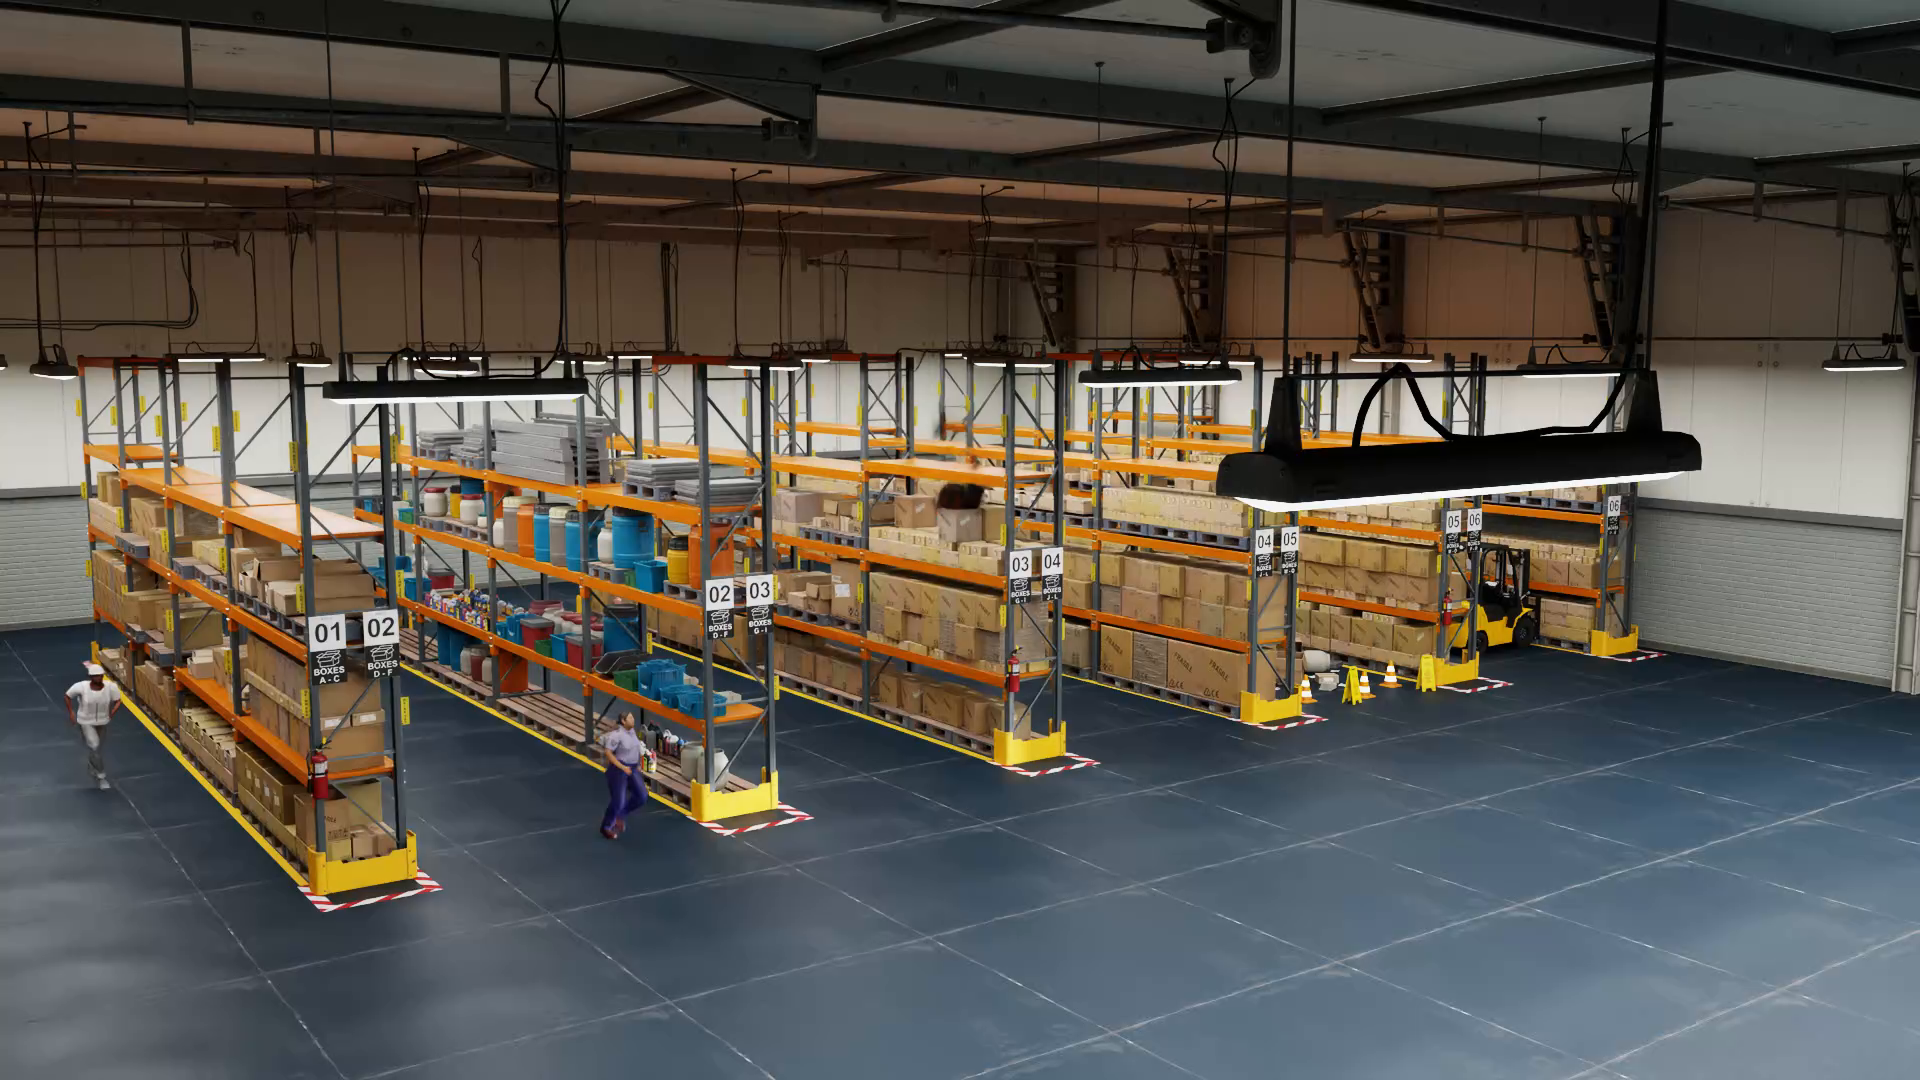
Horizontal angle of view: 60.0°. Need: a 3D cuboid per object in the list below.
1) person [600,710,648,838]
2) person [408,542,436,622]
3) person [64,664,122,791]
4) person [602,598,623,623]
[{"bbox_3d":[-4.262,2.971,21.286,0.550,1.592,0.662,4,8,27],"label":"person"},{"bbox_3d":[-12.115,0.940,37.250,0.756,1.826,0.650,-3,8,-25],"label":"person"},{"bbox_3d":[-12.283,2.608,23.610,0.702,1.771,0.962,-6,9,-42],"label":"person"},{"bbox_3d":[-6.167,1.872,30.036,0.660,1.684,0.599,-5,9,-38],"label":"person"}]
